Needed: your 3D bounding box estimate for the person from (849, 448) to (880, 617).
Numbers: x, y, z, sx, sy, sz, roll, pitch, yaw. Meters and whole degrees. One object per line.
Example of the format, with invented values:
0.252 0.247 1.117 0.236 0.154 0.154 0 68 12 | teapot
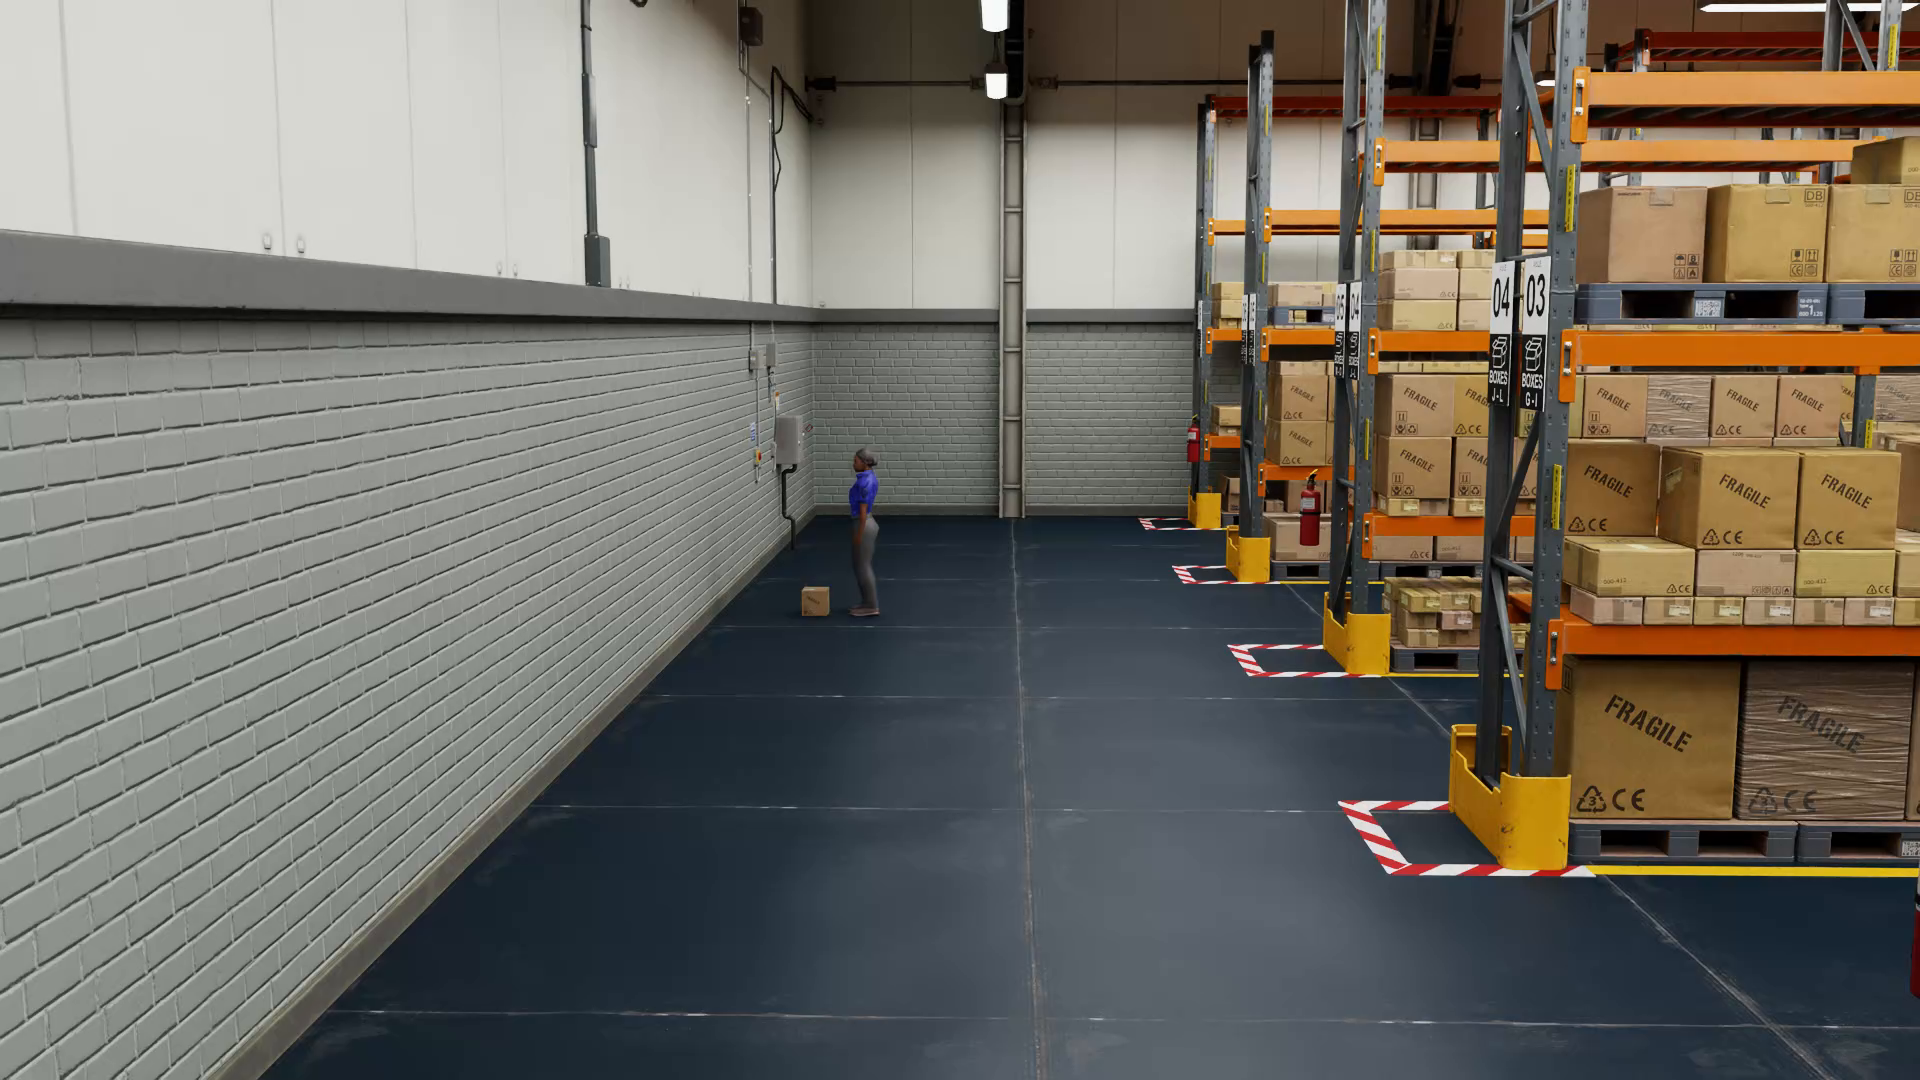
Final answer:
-0.955 -0.081 16.447 0.307 1.656 0.436 0 7 3 | person
